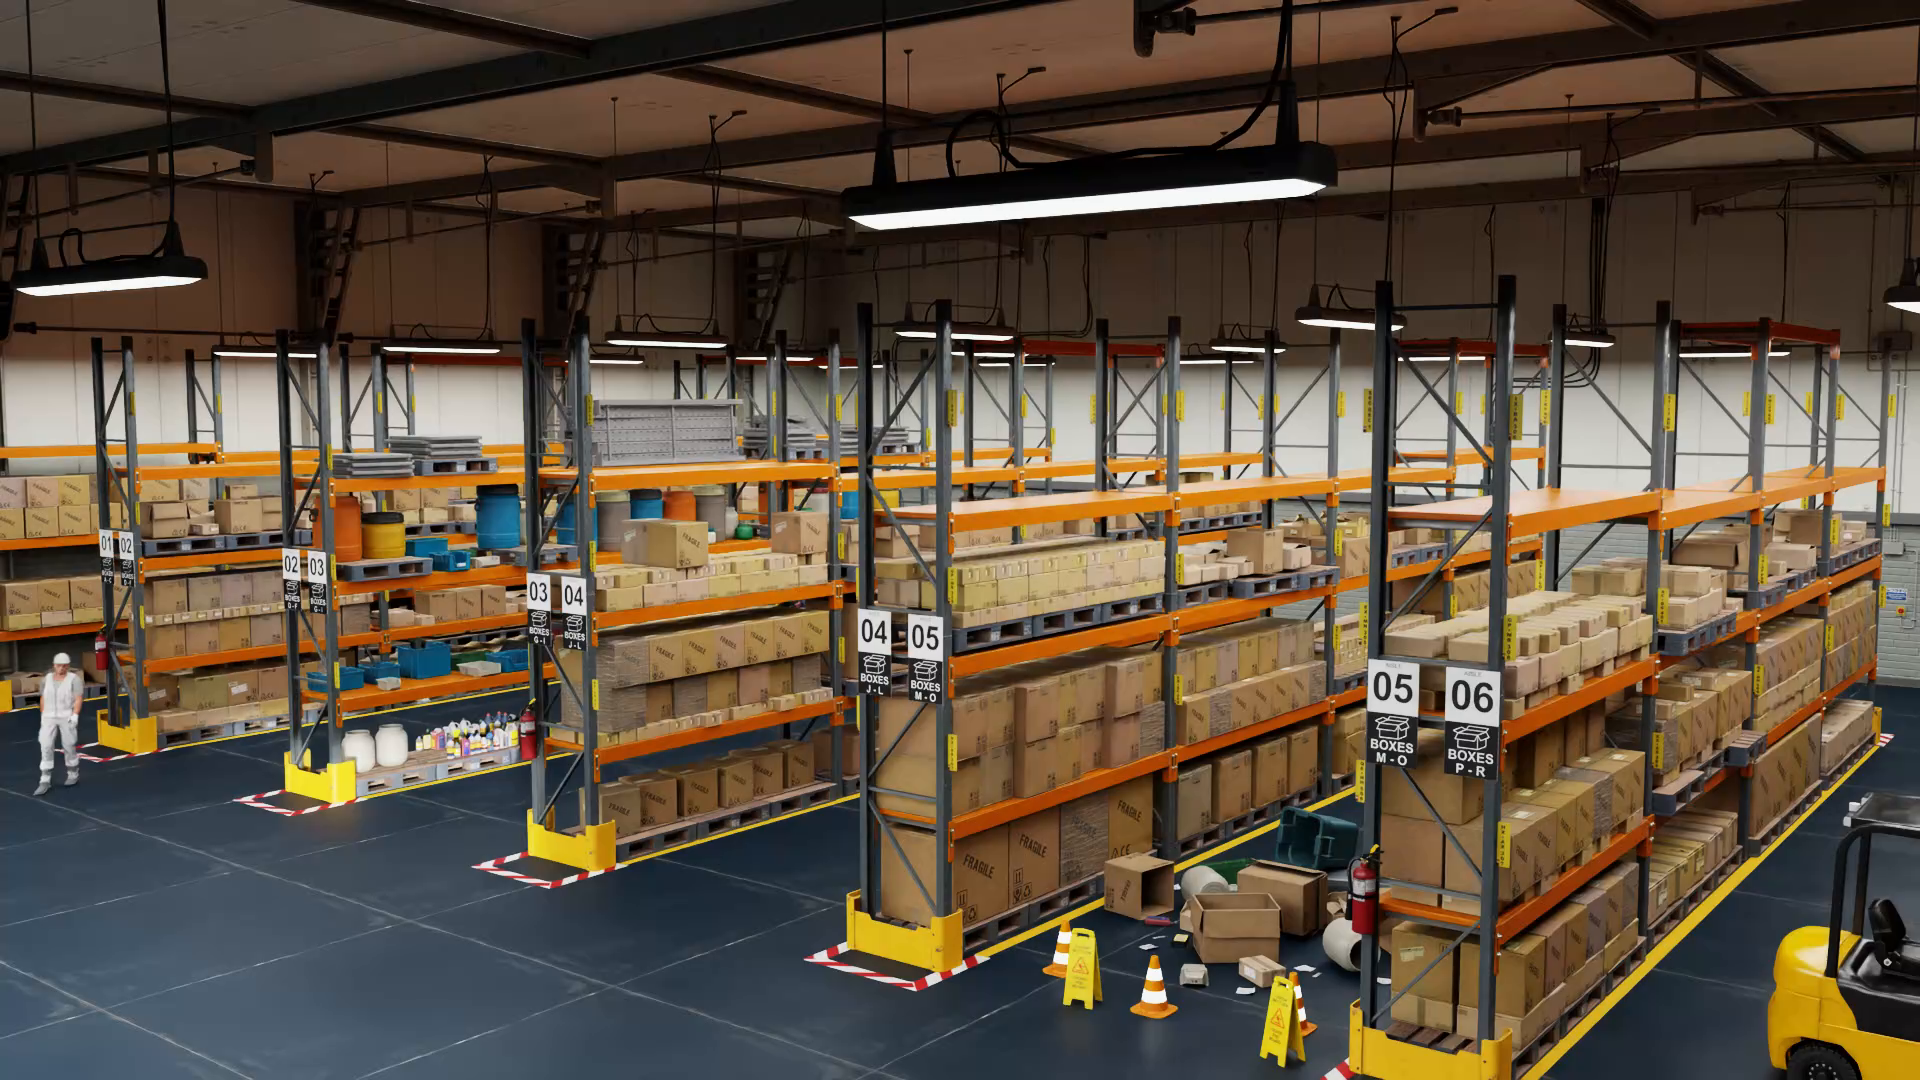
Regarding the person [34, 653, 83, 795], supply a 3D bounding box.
[{"bbox_3d":[-11.829,2.388,21.798,0.558,1.791,0.753,-1,5,-12],"label":"person"}]
